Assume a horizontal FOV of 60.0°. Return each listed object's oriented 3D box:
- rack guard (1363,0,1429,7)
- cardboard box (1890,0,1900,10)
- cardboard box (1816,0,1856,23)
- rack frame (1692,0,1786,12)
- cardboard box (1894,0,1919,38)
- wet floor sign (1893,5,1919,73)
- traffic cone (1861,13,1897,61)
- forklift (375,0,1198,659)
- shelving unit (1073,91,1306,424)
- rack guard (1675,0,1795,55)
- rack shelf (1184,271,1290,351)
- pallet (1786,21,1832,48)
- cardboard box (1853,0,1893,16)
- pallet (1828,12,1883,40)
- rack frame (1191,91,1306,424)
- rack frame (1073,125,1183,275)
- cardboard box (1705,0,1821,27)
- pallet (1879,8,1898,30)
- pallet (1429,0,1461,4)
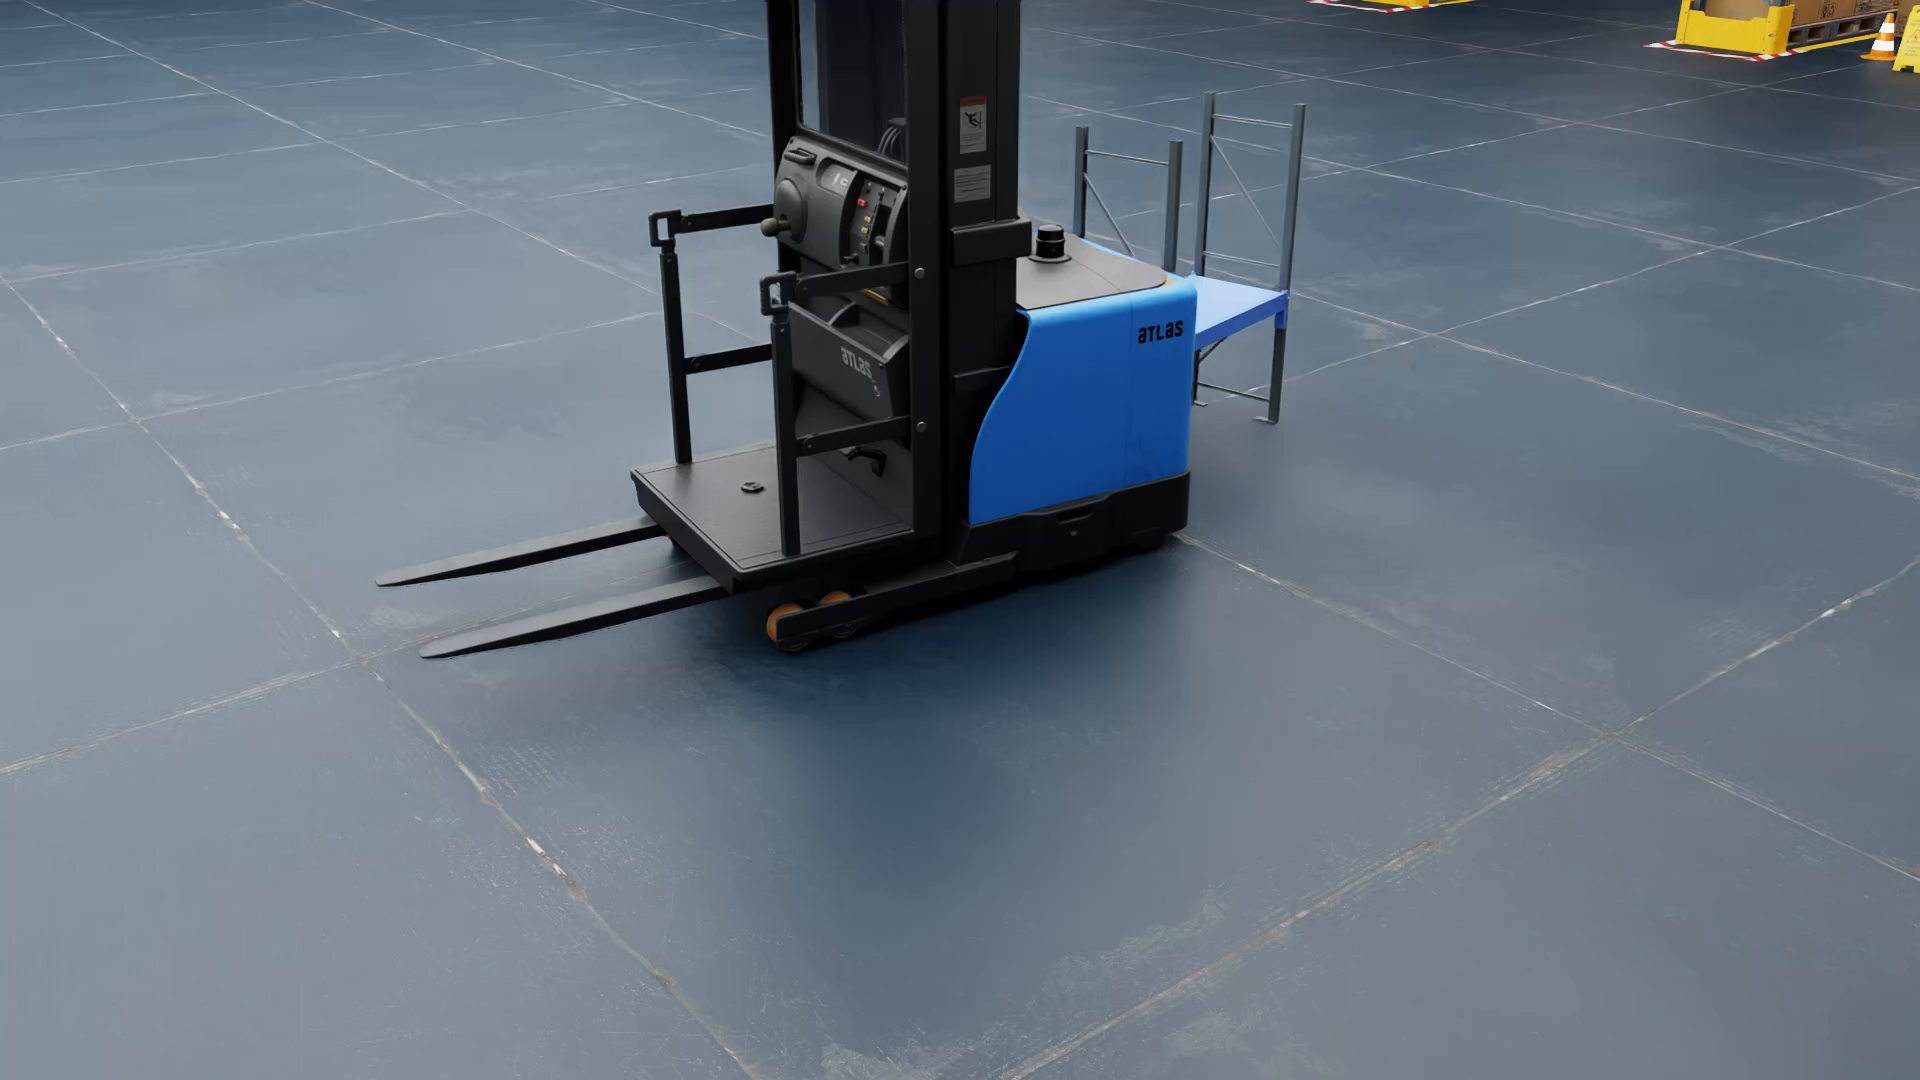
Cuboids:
[{"bbox_3d":[5.732,-7.453,22.215,0.348,0.500,1.175,-18,31,-34],"label":"rack guard"},{"bbox_3d":[11.263,-7.023,20.345,0.875,0.875,0.875,-18,30,-33],"label":"cardboard box"},{"bbox_3d":[9.837,-6.552,19.329,0.875,0.875,0.875,-19,31,-35],"label":"cardboard box"},{"bbox_3d":[8.653,-6.898,18.049,0.127,3.000,1.000,-18,31,-34],"label":"rack frame"},{"bbox_3d":[11.213,-6.061,19.213,0.500,0.500,0.500,-13,28,-25],"label":"cardboard box"},{"bbox_3d":[9.852,-5.166,17.115,0.267,0.644,0.232,21,32,37],"label":"wet floor sign"},{"bbox_3d":[9.948,-5.415,17.867,0.334,0.463,0.336,-18,31,-34],"label":"traffic cone"},{"bbox_3d":[-0.610,-1.189,5.831,3.031,2.935,1.130,-14,28,-27],"label":"forklift"},{"bbox_3d":[1.002,-1.136,7.416,0.538,1.500,1.048,19,31,35],"label":"shelving unit"},{"bbox_3d":[8.635,-5.758,18.562,0.348,0.500,1.175,-18,31,-34],"label":"rack guard"},{"bbox_3d":[1.002,-0.973,7.492,0.538,0.185,1.000,19,31,35],"label":"rack shelf"},{"bbox_3d":[9.234,-5.866,19.140,1.213,0.211,1.003,-18,31,-34],"label":"pallet"},{"bbox_3d":[10.556,-6.788,19.838,0.875,0.875,0.875,-18,30,-34],"label":"cardboard box"},{"bbox_3d":[10.194,-6.182,19.819,1.213,0.211,1.003,-18,31,-34],"label":"pallet"},{"bbox_3d":[1.320,-1.303,7.775,0.500,1.500,0.032,19,31,35],"label":"rack frame"},{"bbox_3d":[0.683,-0.969,7.057,0.500,1.500,0.032,19,31,35],"label":"rack frame"},{"bbox_3d":[9.146,-6.322,18.835,0.875,0.875,0.875,-18,30,-34],"label":"cardboard box"},{"bbox_3d":[11.154,-6.500,20.505,1.213,0.211,1.003,-18,31,-34],"label":"pallet"},{"bbox_3d":[6.393,-7.521,22.705,1.213,0.211,1.003,-18,31,-34],"label":"pallet"}]
